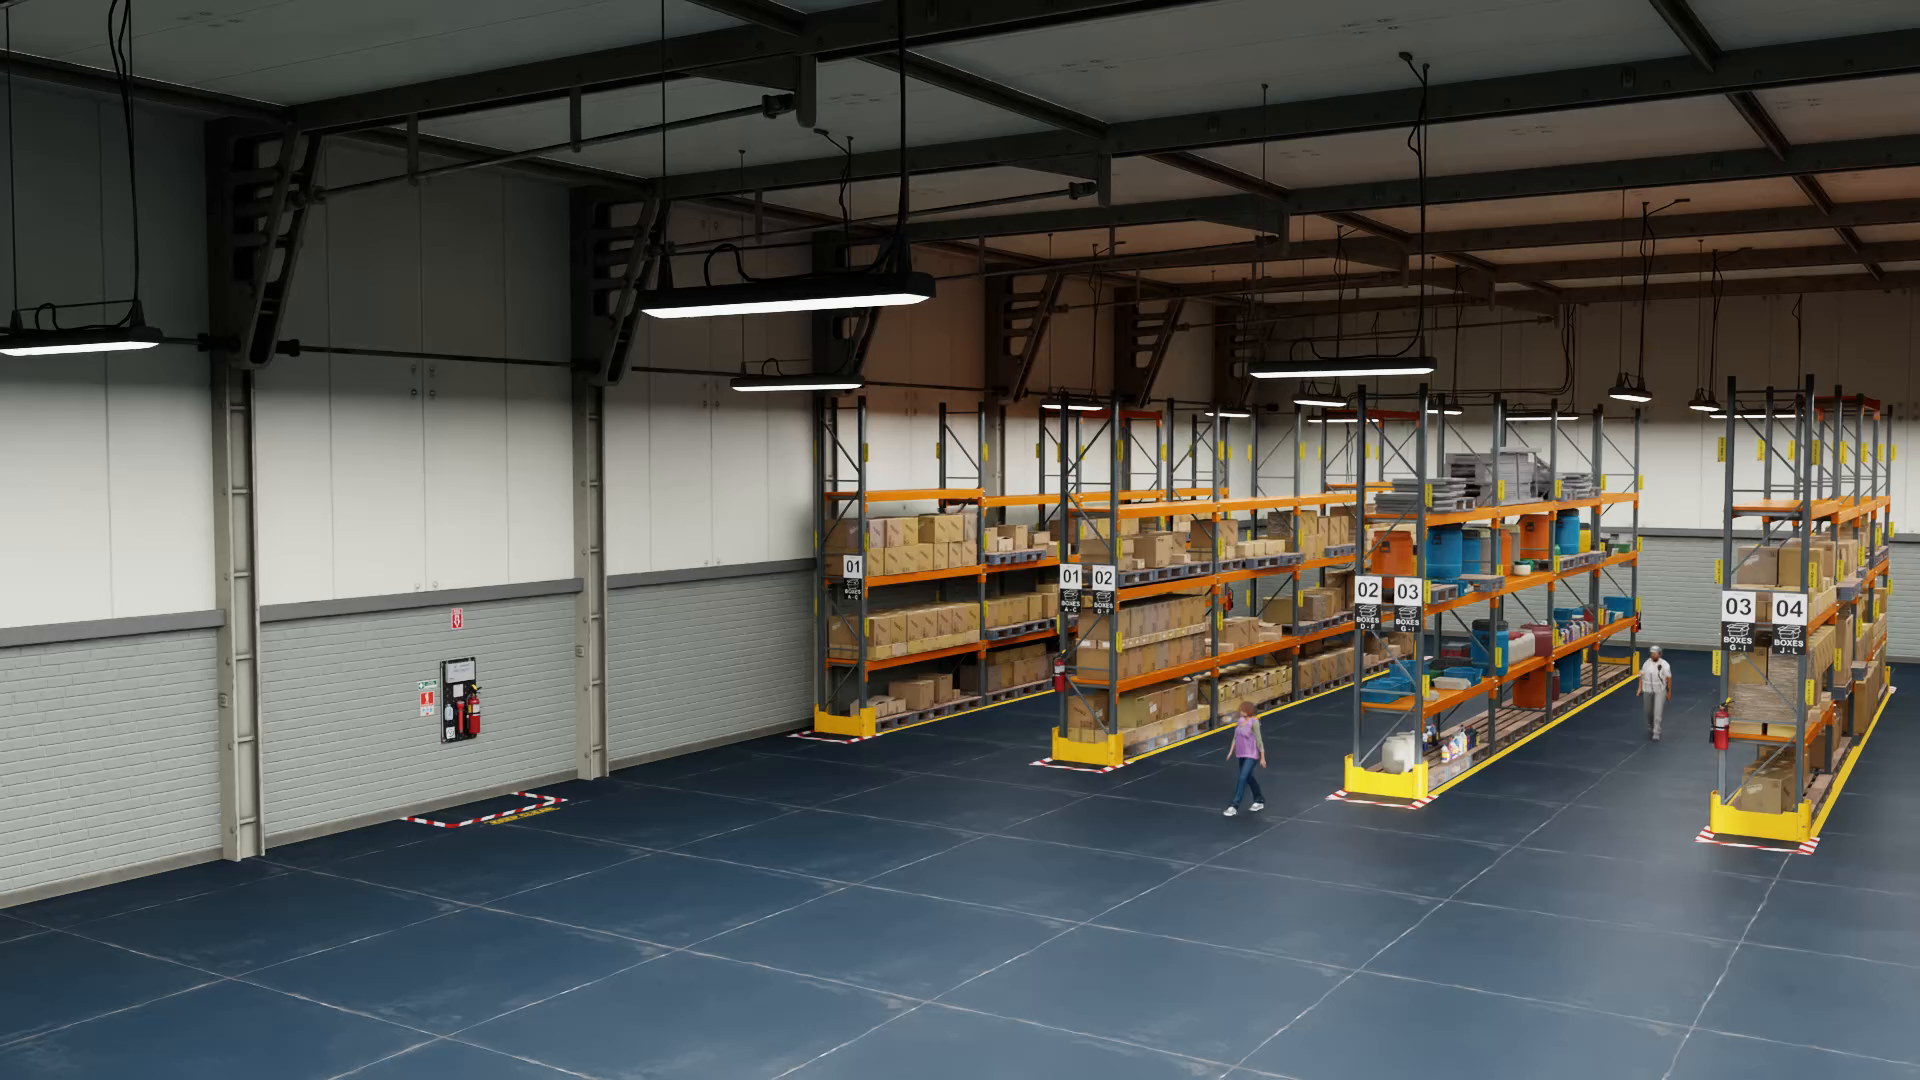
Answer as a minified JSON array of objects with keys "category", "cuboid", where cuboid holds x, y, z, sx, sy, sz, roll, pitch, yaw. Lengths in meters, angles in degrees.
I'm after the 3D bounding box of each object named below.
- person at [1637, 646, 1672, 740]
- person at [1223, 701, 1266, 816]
[{"category":"person","cuboid":[12.208,2.645,29.218,0.541,1.603,1.043,2,4,31]},{"category":"person","cuboid":[3.902,3.001,22.979,0.892,1.556,0.454,-2,3,-27]}]
